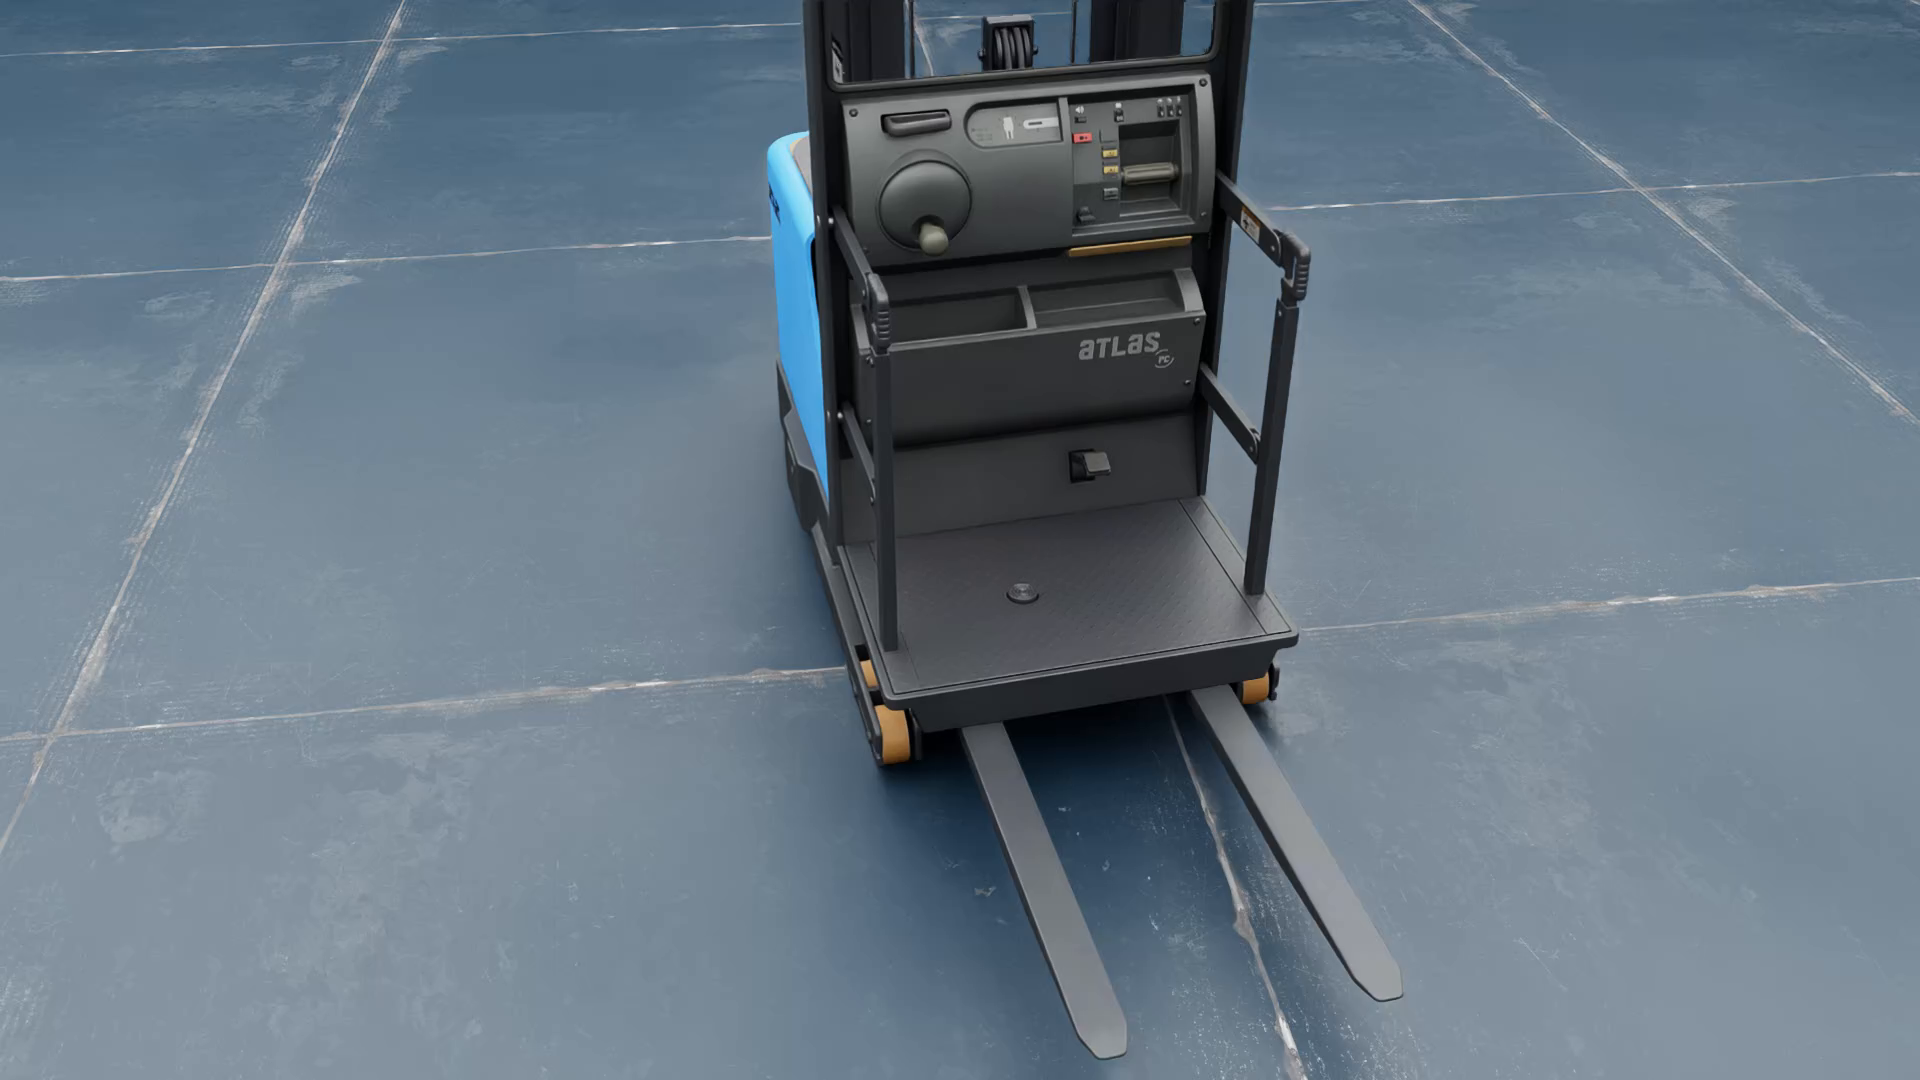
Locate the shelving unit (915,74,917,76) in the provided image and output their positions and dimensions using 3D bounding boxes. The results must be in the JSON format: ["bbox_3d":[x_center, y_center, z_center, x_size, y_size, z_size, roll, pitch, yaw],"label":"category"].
[{"bbox_3d":[-0.315,-1.100,5.799,0.258,1.200,0.503,-8,35,-12],"label":"shelving unit"}]

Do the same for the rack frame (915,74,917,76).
[{"bbox_3d":[-0.256,-0.967,5.603,0.240,1.200,0.015,-8,35,-12],"label":"rack frame"}]

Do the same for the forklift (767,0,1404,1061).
[{"bbox_3d":[0.234,-0.859,3.908,1.130,2.935,3.031,-8,35,-12],"label":"forklift"}]
